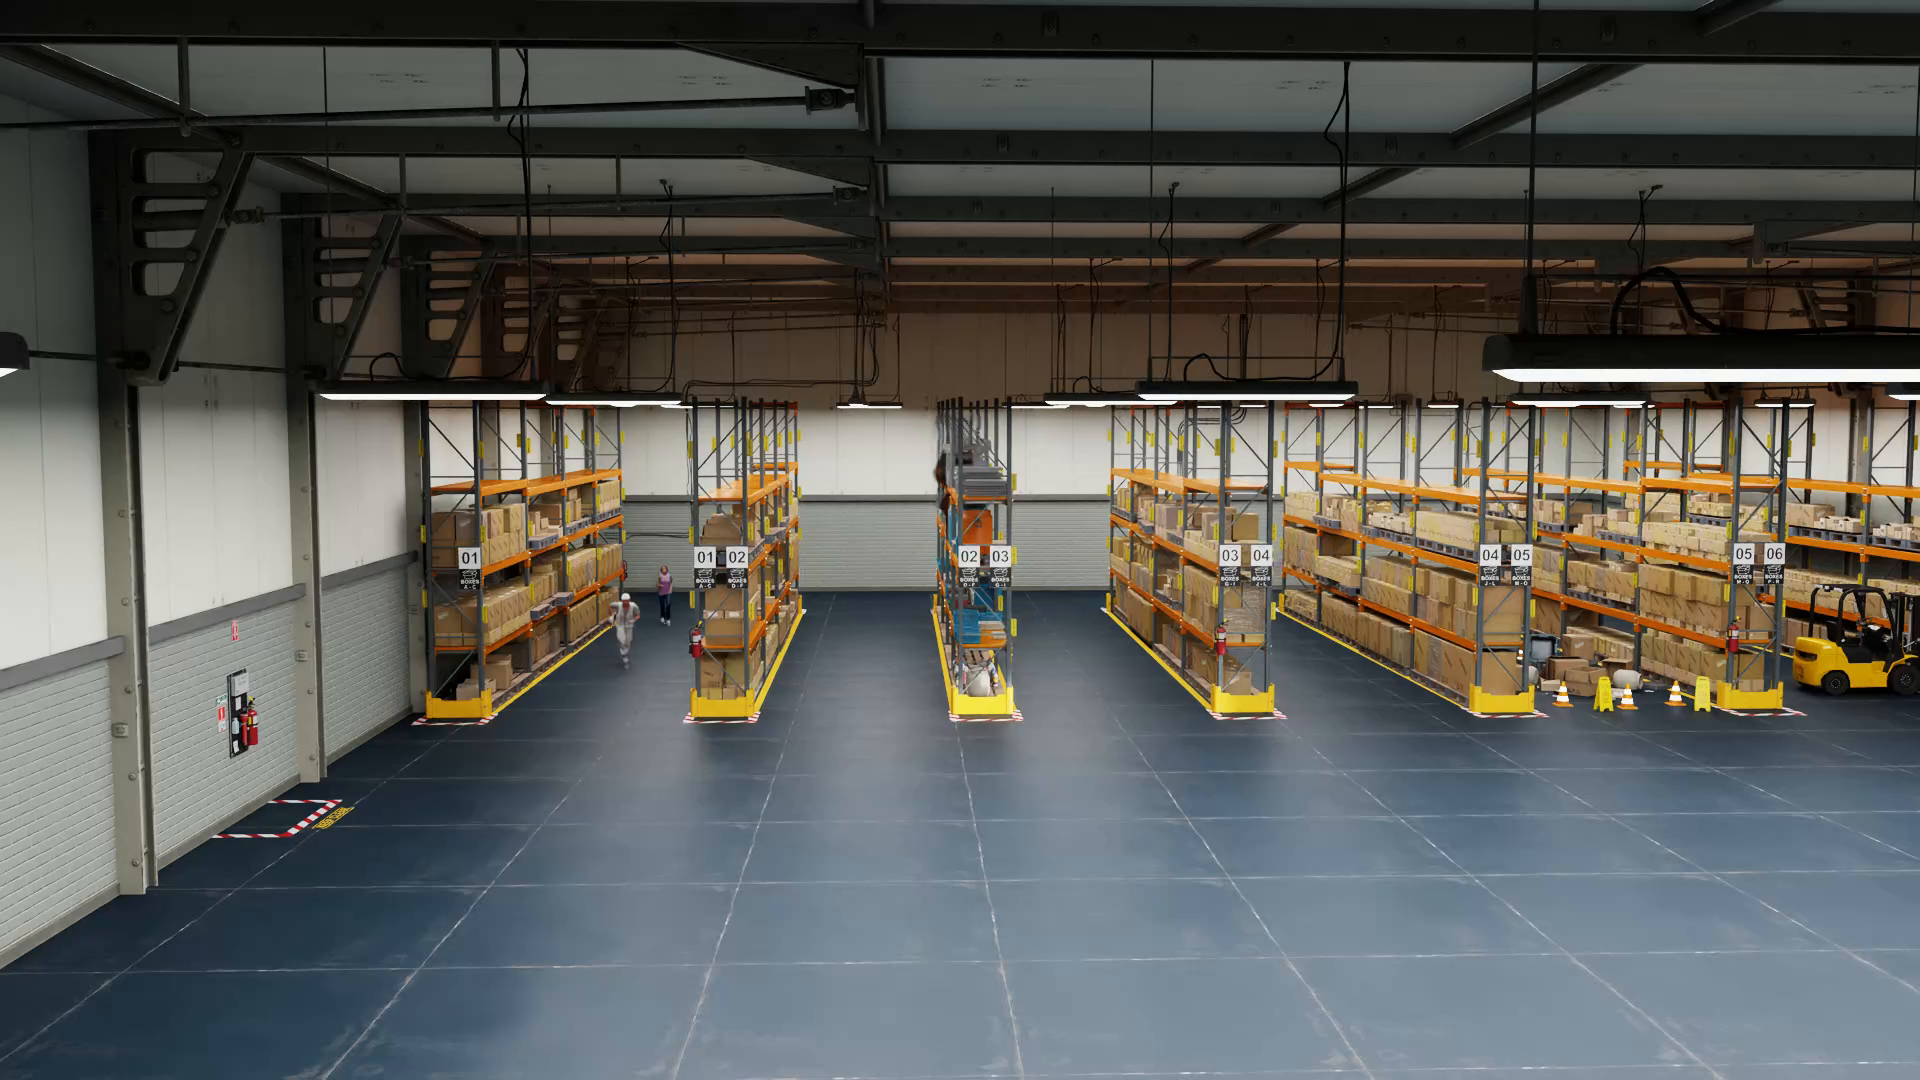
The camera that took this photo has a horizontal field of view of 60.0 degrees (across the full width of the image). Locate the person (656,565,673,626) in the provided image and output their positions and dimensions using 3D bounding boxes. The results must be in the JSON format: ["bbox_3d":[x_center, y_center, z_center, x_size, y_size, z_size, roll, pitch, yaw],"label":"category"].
[{"bbox_3d":[-7.919,1.483,44.596,0.481,1.635,0.761,-1,5,-11],"label":"person"}]

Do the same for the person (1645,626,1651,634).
[{"bbox_3d":[16.522,1.871,39.466,0.587,1.686,0.755,-1,4,-10],"label":"person"}]

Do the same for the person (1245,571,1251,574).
[{"bbox_3d":[7.981,1.223,47.346,0.739,1.696,0.568,2,5,28],"label":"person"}]

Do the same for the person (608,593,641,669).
[{"bbox_3d":[-7.533,2.019,37.367,0.706,1.732,1.054,-1,5,-13],"label":"person"}]
